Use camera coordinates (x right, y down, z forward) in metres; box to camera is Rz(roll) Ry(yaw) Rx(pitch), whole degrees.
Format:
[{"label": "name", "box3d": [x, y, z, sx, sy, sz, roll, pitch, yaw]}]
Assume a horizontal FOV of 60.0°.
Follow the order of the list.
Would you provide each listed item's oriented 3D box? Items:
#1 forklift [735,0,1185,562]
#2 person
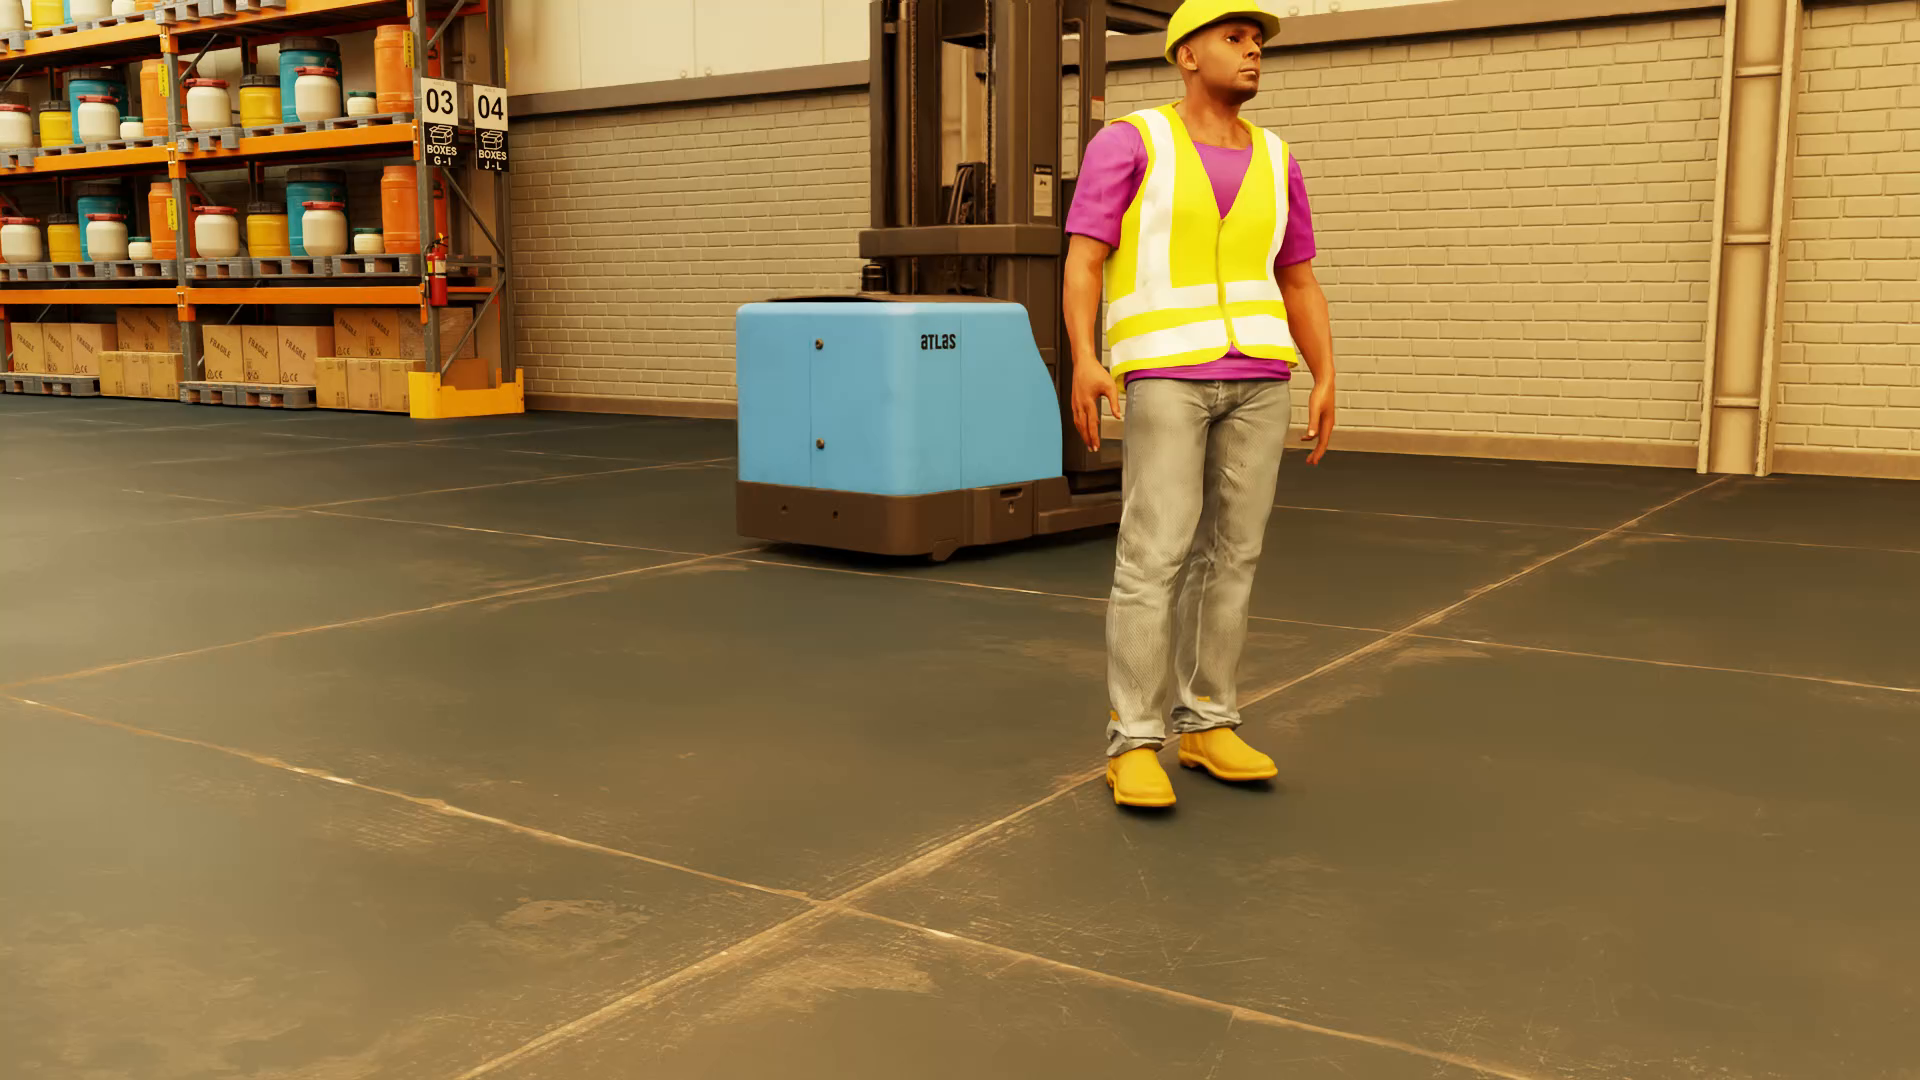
[{"label": "forklift", "box3d": [0.357, -1.520, 7.883, 1.130, 2.935, 3.031, 7, 11, 40]}, {"label": "person", "box3d": [0.572, -0.343, 3.690, 0.666, 1.766, 0.577, -3, 9, -19]}]
